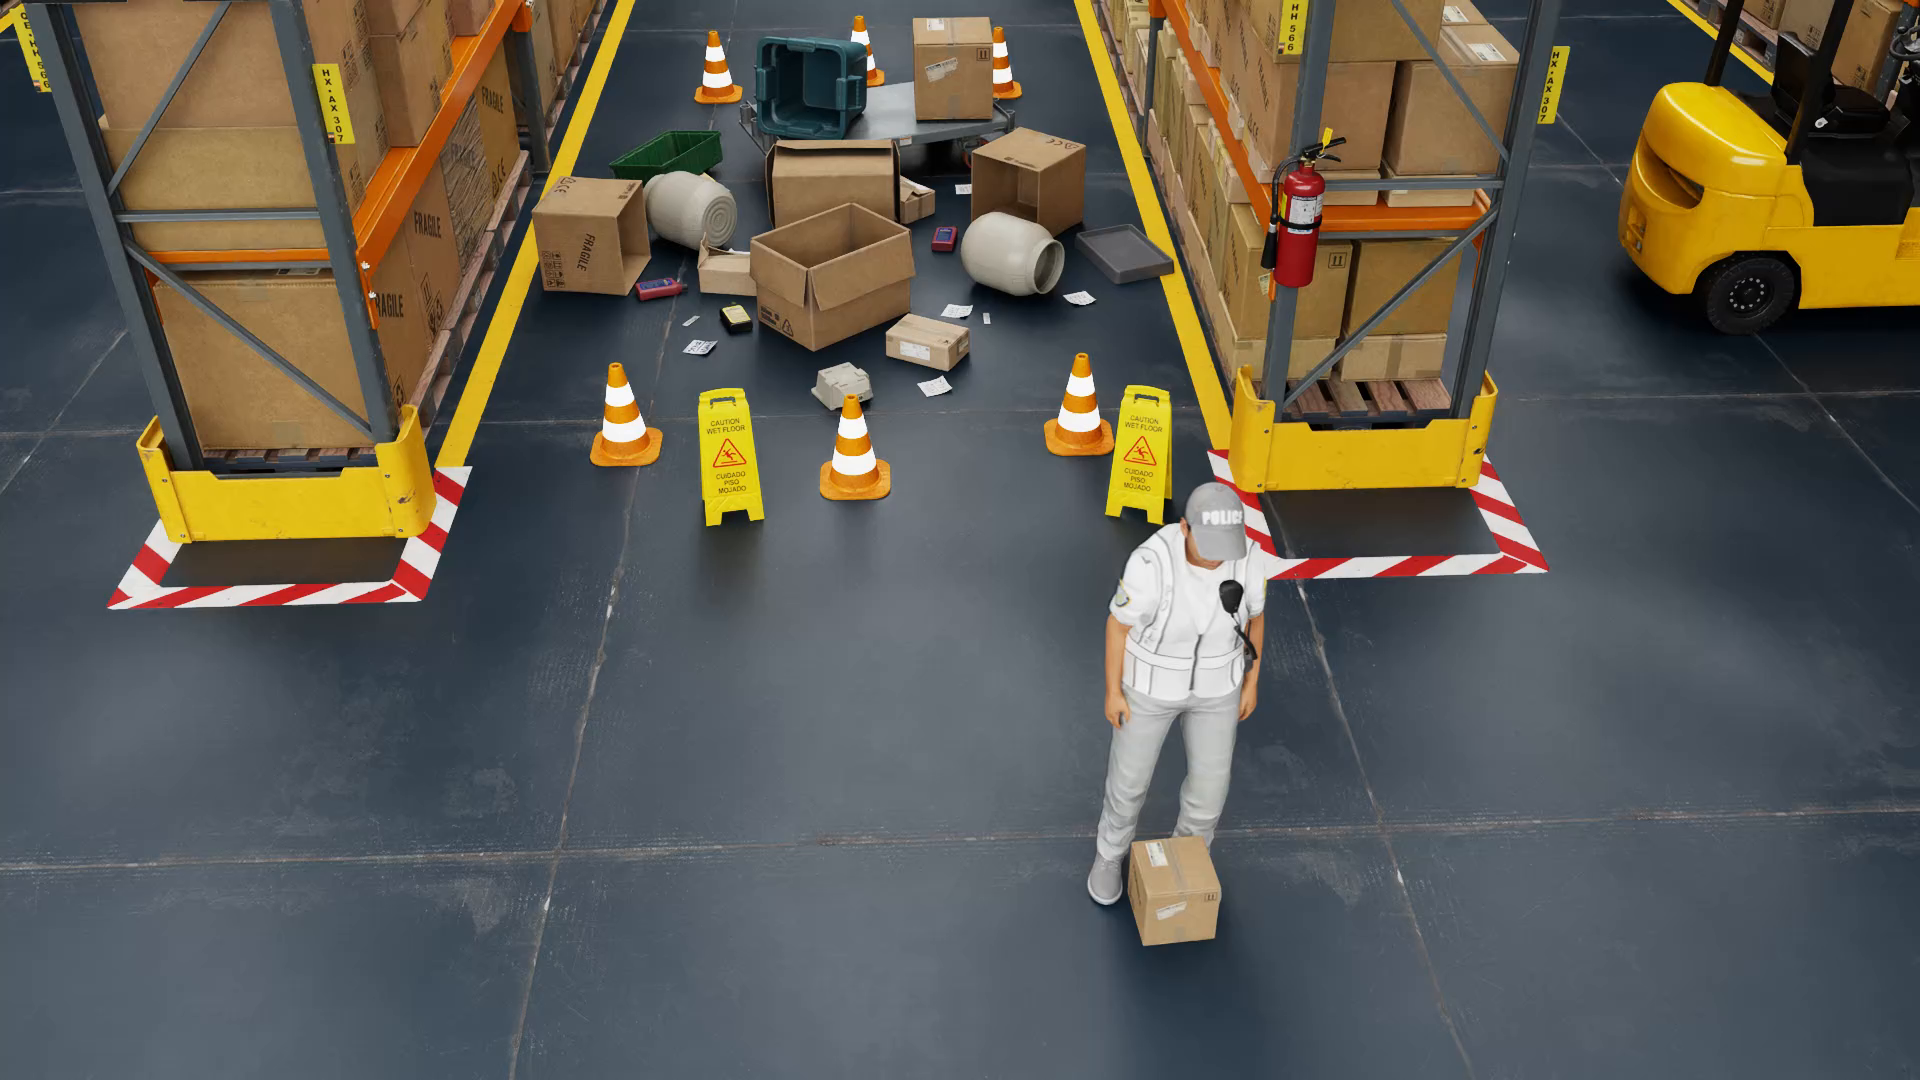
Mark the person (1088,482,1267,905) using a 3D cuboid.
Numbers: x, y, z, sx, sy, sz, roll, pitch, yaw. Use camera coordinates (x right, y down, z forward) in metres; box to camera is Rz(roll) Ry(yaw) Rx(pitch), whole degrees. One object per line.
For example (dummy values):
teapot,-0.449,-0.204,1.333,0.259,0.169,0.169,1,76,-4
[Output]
person,0.717,0.494,5.447,0.554,1.665,0.468,-3,36,-5
